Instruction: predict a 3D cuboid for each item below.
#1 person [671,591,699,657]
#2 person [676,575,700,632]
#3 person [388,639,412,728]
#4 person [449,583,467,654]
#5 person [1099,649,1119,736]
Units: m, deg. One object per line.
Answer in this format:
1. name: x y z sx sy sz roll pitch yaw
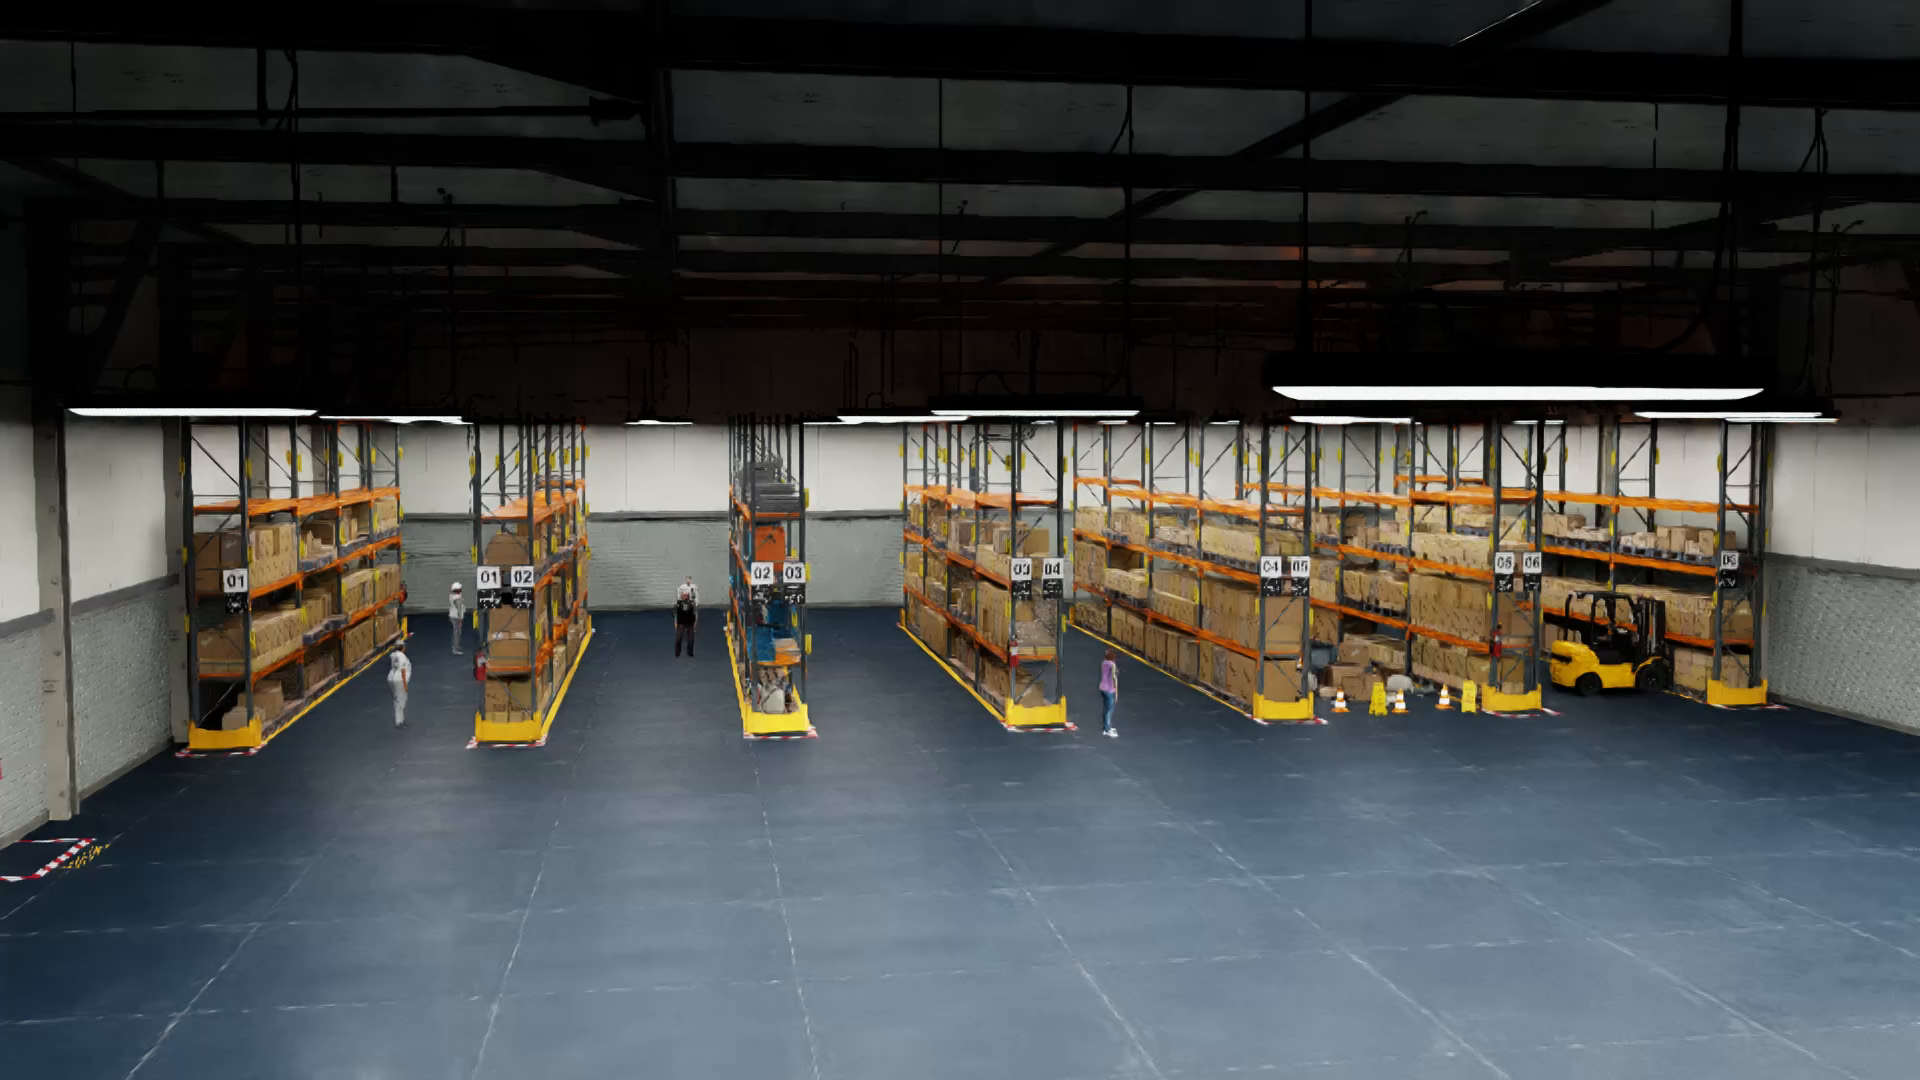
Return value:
1. person: -6.829 2.085 41.344 0.677 1.670 0.530 -1 4 -11
2. person: -7.570 1.768 46.309 0.639 1.632 0.512 -1 4 -11
3. person: -10.657 2.725 31.720 0.448 1.668 0.530 -3 5 -40
4. person: -12.673 1.959 42.042 0.466 1.777 0.595 -2 5 -32
5. person: 2.799 2.811 30.862 0.422 1.601 0.499 -2 4 -27
